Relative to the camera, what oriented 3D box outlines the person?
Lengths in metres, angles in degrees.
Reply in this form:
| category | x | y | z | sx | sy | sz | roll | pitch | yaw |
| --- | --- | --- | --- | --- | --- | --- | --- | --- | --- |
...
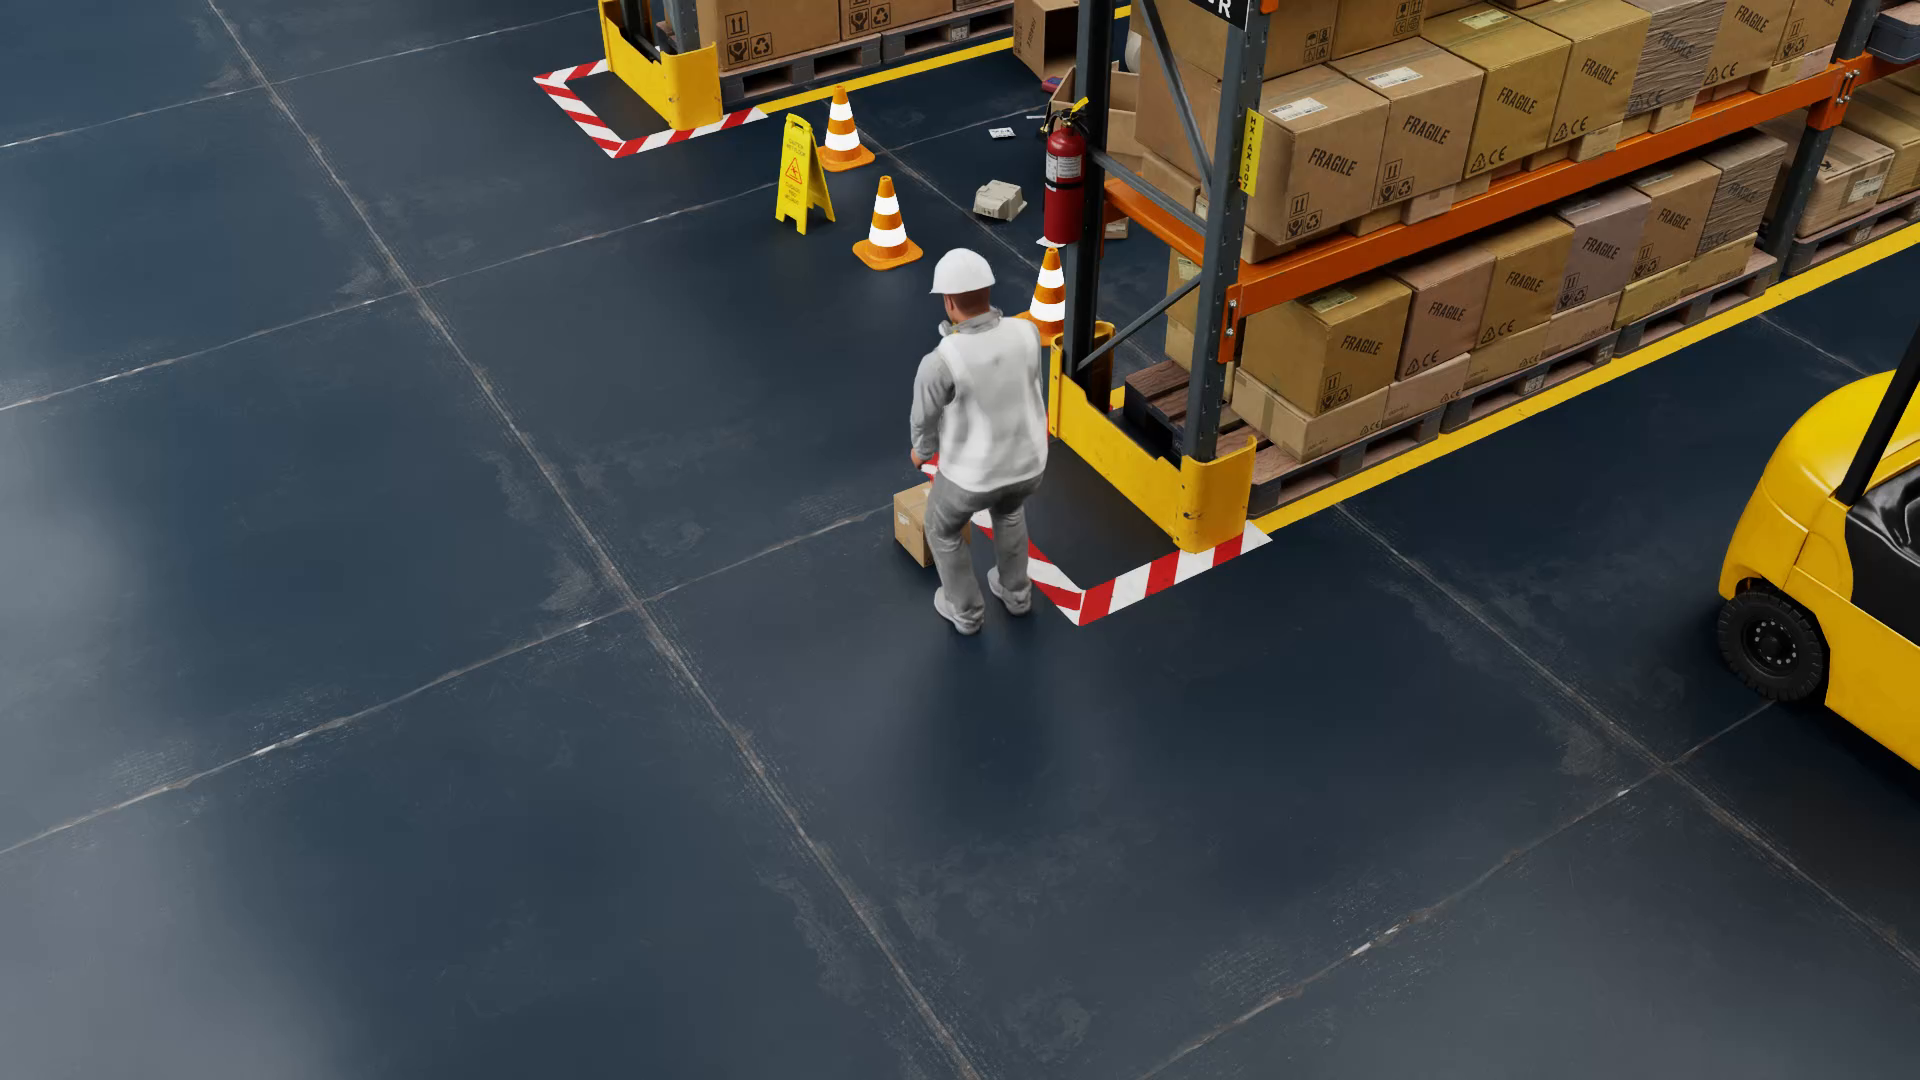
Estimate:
| category | x | y | z | sx | sy | sz | roll | pitch | yaw |
| --- | --- | --- | --- | --- | --- | --- | --- | --- | --- |
| person | 0.067 | -0.351 | 6.616 | 0.567 | 1.695 | 0.516 | -17 | 44 | -19 |
